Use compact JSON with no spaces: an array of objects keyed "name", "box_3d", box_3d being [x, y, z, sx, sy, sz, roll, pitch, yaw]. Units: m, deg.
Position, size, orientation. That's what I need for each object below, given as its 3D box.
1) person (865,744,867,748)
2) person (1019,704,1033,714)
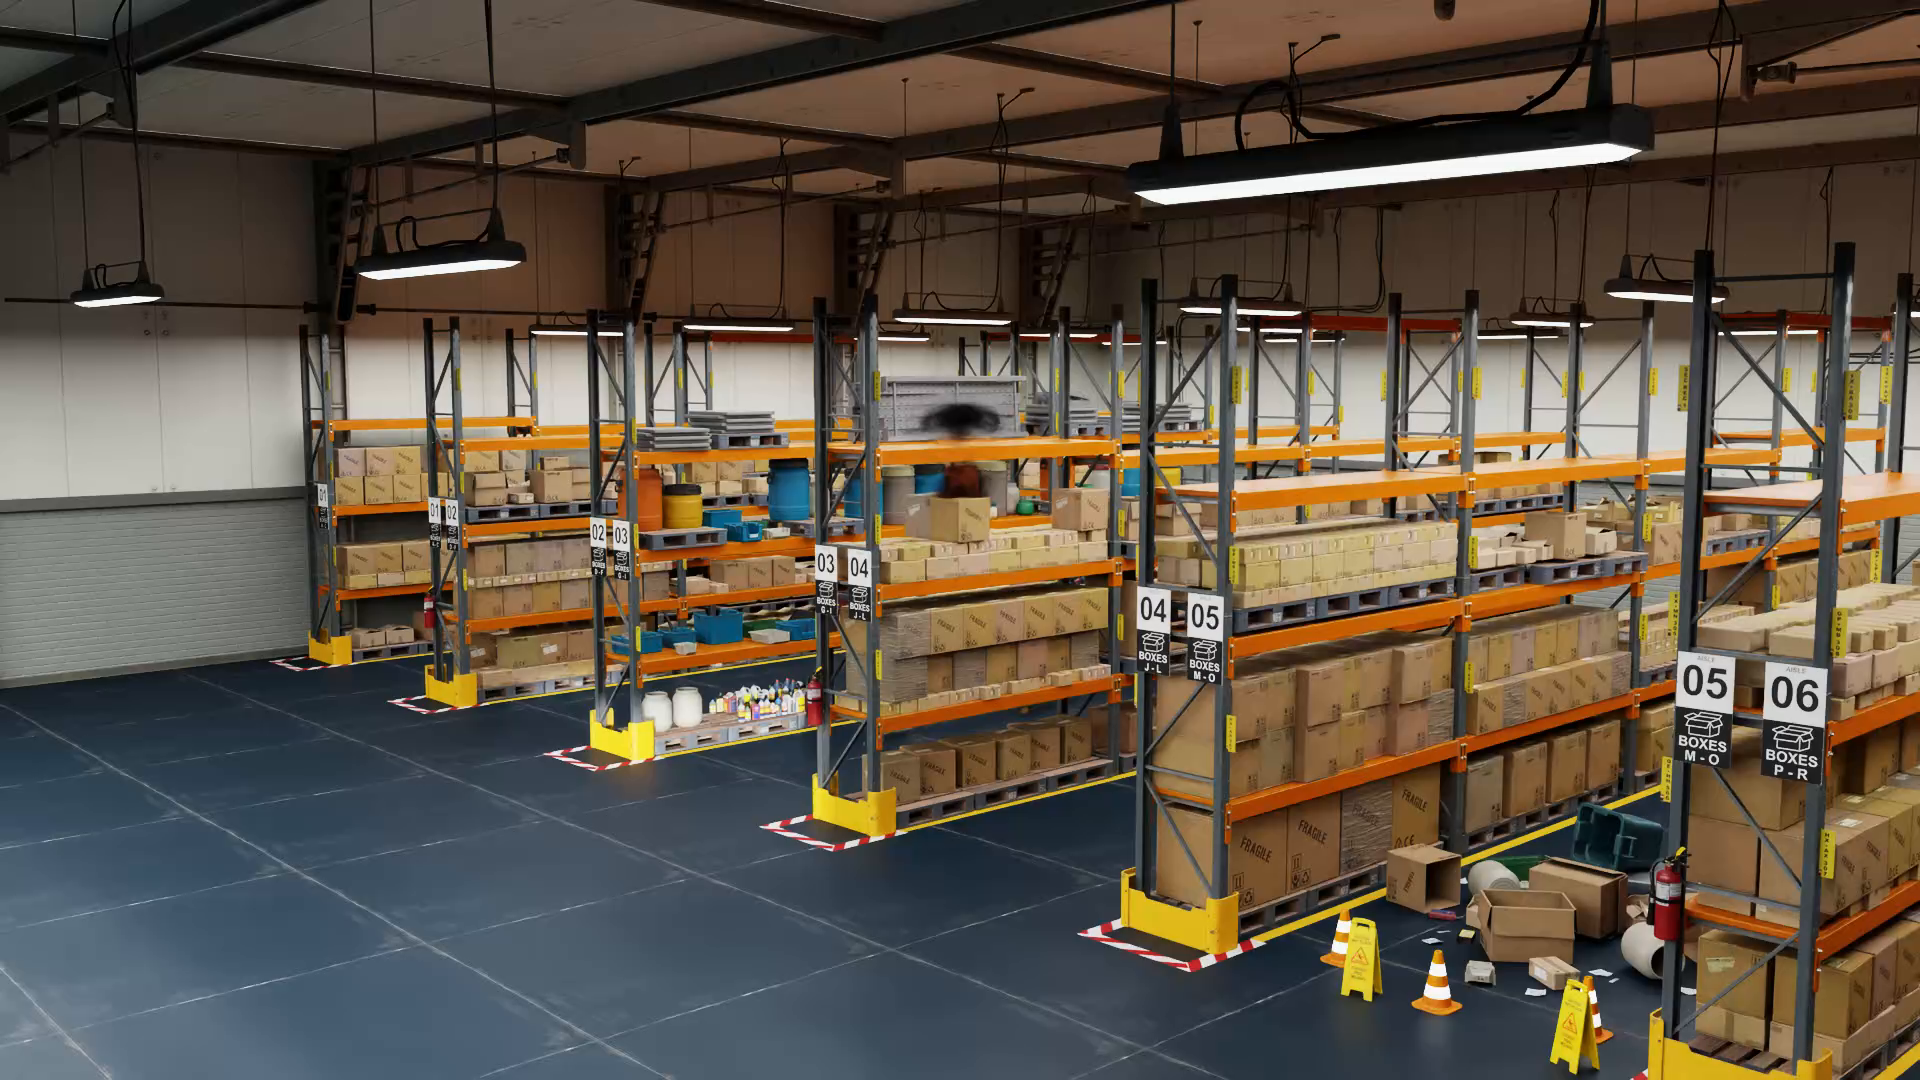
[{"name":"person","box_3d":[-1.050,2.055,23.267,0.599,1.609,0.979,3,6,24]},{"name":"person","box_3d":[1.040,1.775,25.165,0.642,1.709,0.712,3,7,30]}]
